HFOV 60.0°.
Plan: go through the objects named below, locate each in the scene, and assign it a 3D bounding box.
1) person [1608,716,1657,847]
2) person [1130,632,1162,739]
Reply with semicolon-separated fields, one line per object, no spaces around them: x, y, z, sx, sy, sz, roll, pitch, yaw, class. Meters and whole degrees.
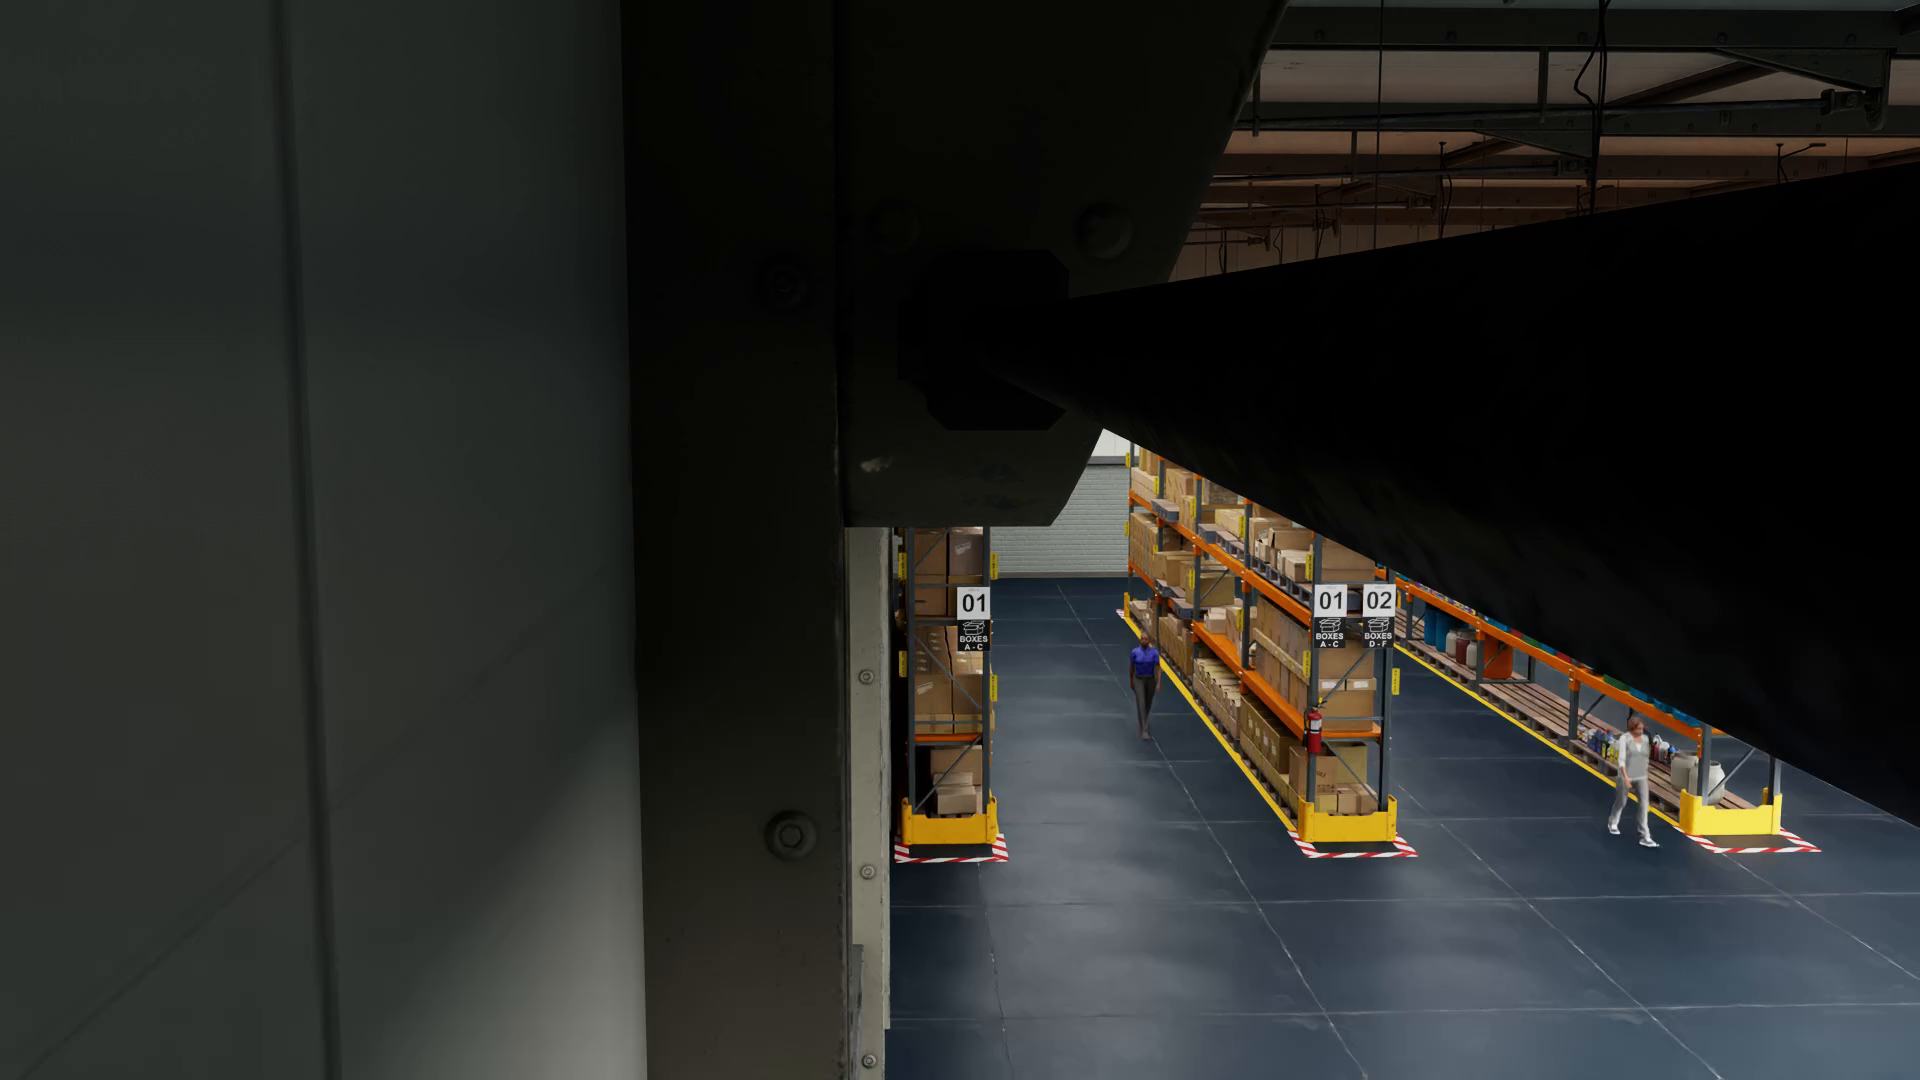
8.295;2.943;20.488;0.414;1.556;0.777;0;7;4;person
2.891;2.217;25.865;0.449;1.591;1.033;-1;7;-5;person
